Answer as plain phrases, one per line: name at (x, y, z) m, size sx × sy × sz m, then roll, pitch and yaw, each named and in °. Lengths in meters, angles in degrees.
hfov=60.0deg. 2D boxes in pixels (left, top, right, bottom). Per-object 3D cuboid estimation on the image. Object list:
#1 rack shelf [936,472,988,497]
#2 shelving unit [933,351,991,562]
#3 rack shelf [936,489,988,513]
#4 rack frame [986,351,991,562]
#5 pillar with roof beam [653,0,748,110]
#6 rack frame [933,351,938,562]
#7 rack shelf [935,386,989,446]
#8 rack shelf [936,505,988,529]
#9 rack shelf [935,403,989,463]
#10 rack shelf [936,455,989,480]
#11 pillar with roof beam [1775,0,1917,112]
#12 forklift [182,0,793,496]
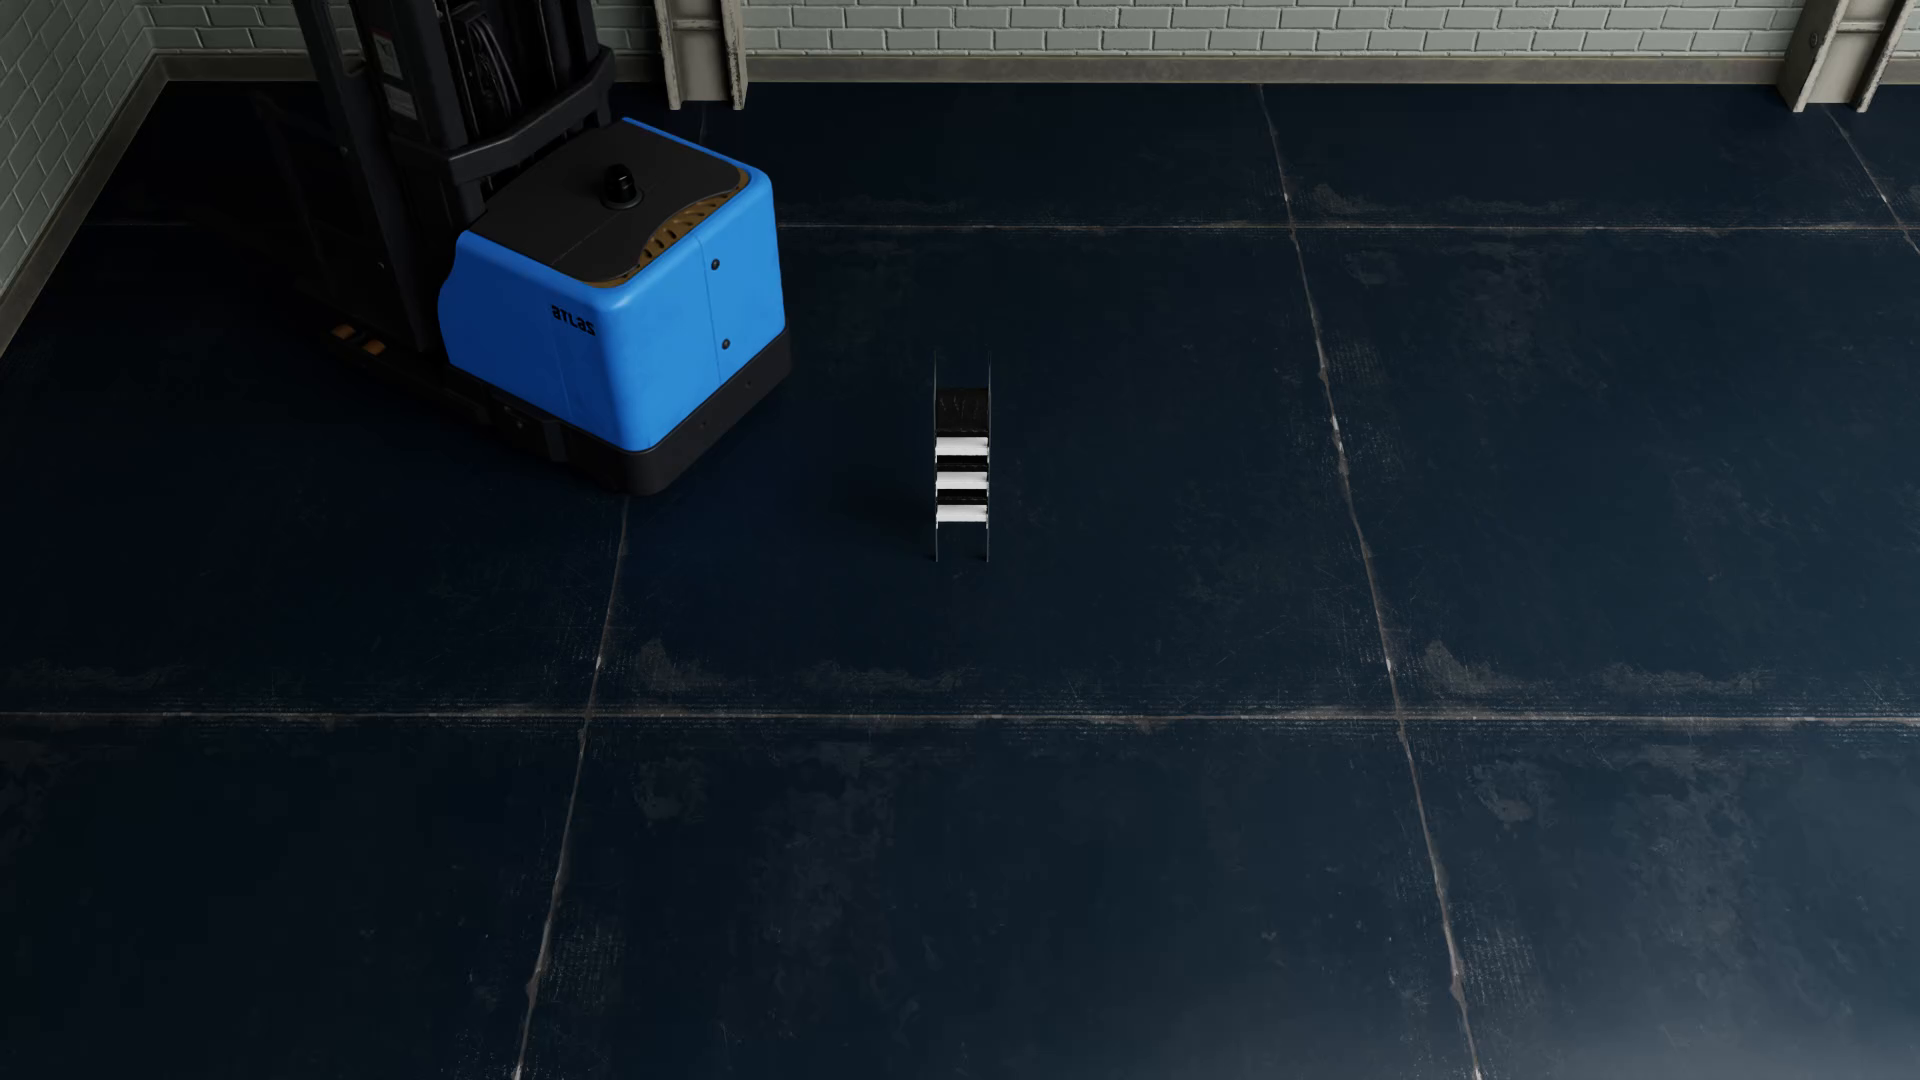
rack shelf at (0.008, -0.284, 6.445) m, size 0.200 × 0.077 × 0.258 m, roll 0°, pitch 47°, yaw 0°
shelving unit at (0.008, -0.307, 6.421) m, size 0.210 × 0.900 × 0.258 m, roll 0°, pitch 47°, yaw 0°
rack shelf at (0.008, -0.223, 6.511) m, size 0.200 × 0.077 × 0.258 m, roll 0°, pitch 47°, yaw 0°
rack frame at (0.110, -0.306, 6.420) m, size 0.006 × 0.900 × 0.240 m, roll 0°, pitch 47°, yaw 0°
pillar with roof beam at (-1.374, -2.329, 2.770) m, size 0.400 × 9.000 × 9.100 m, roll 0°, pitch 47°, yaw 0°
rack frame at (-0.094, -0.307, 6.421) m, size 0.006 × 0.900 × 0.240 m, roll 0°, pitch 47°, yaw 0°
rack shelf at (0.008, -0.468, 6.247) m, size 0.200 × 0.077 × 0.258 m, roll 0°, pitch 47°, yaw 0°
rack shelf at (0.008, -0.161, 6.577) m, size 0.200 × 0.077 × 0.258 m, roll 0°, pitch 47°, yaw 0°
rack shelf at (0.008, -0.406, 6.313) m, size 0.200 × 0.077 × 0.258 m, roll 0°, pitch 47°, yaw 0°
rack shelf at (0.008, -0.345, 6.379) m, size 0.200 × 0.077 × 0.258 m, roll 0°, pitch 47°, yaw 0°
pillar with roof beam at (4.626, -2.313, 2.755) m, size 0.400 × 9.000 × 9.100 m, roll 0°, pitch 47°, yaw 0°
forklift at (-2.254, -2.026, 6.633) m, size 3.031 × 2.935 × 1.130 m, roll 25°, pitch 52°, yaw 22°
